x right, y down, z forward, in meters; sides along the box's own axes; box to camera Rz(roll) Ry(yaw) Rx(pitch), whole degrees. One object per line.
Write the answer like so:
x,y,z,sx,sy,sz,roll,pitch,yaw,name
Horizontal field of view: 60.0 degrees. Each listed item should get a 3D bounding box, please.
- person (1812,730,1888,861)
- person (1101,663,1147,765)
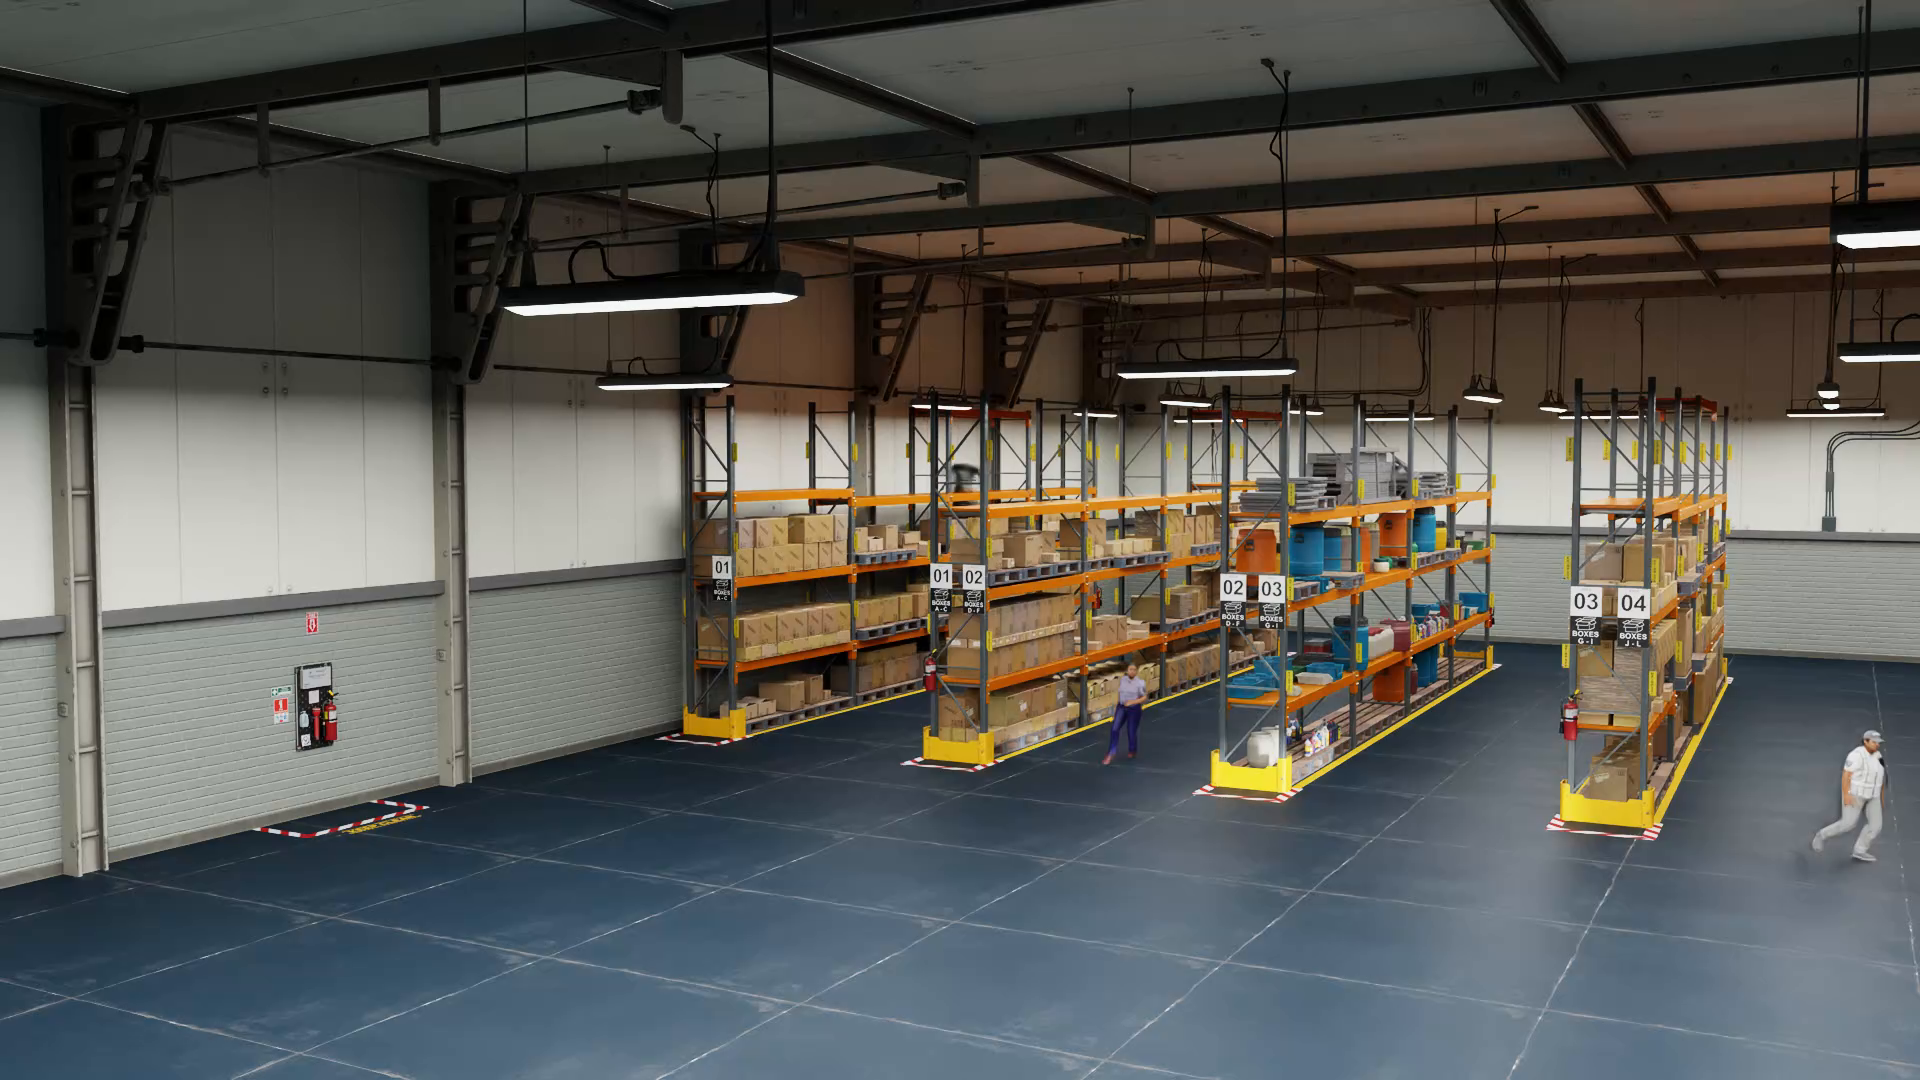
10.998,3.120,20.443,0.748,1.607,0.653,-1,3,-17,person
2.707,2.775,26.736,0.674,1.612,0.827,1,3,24,person
